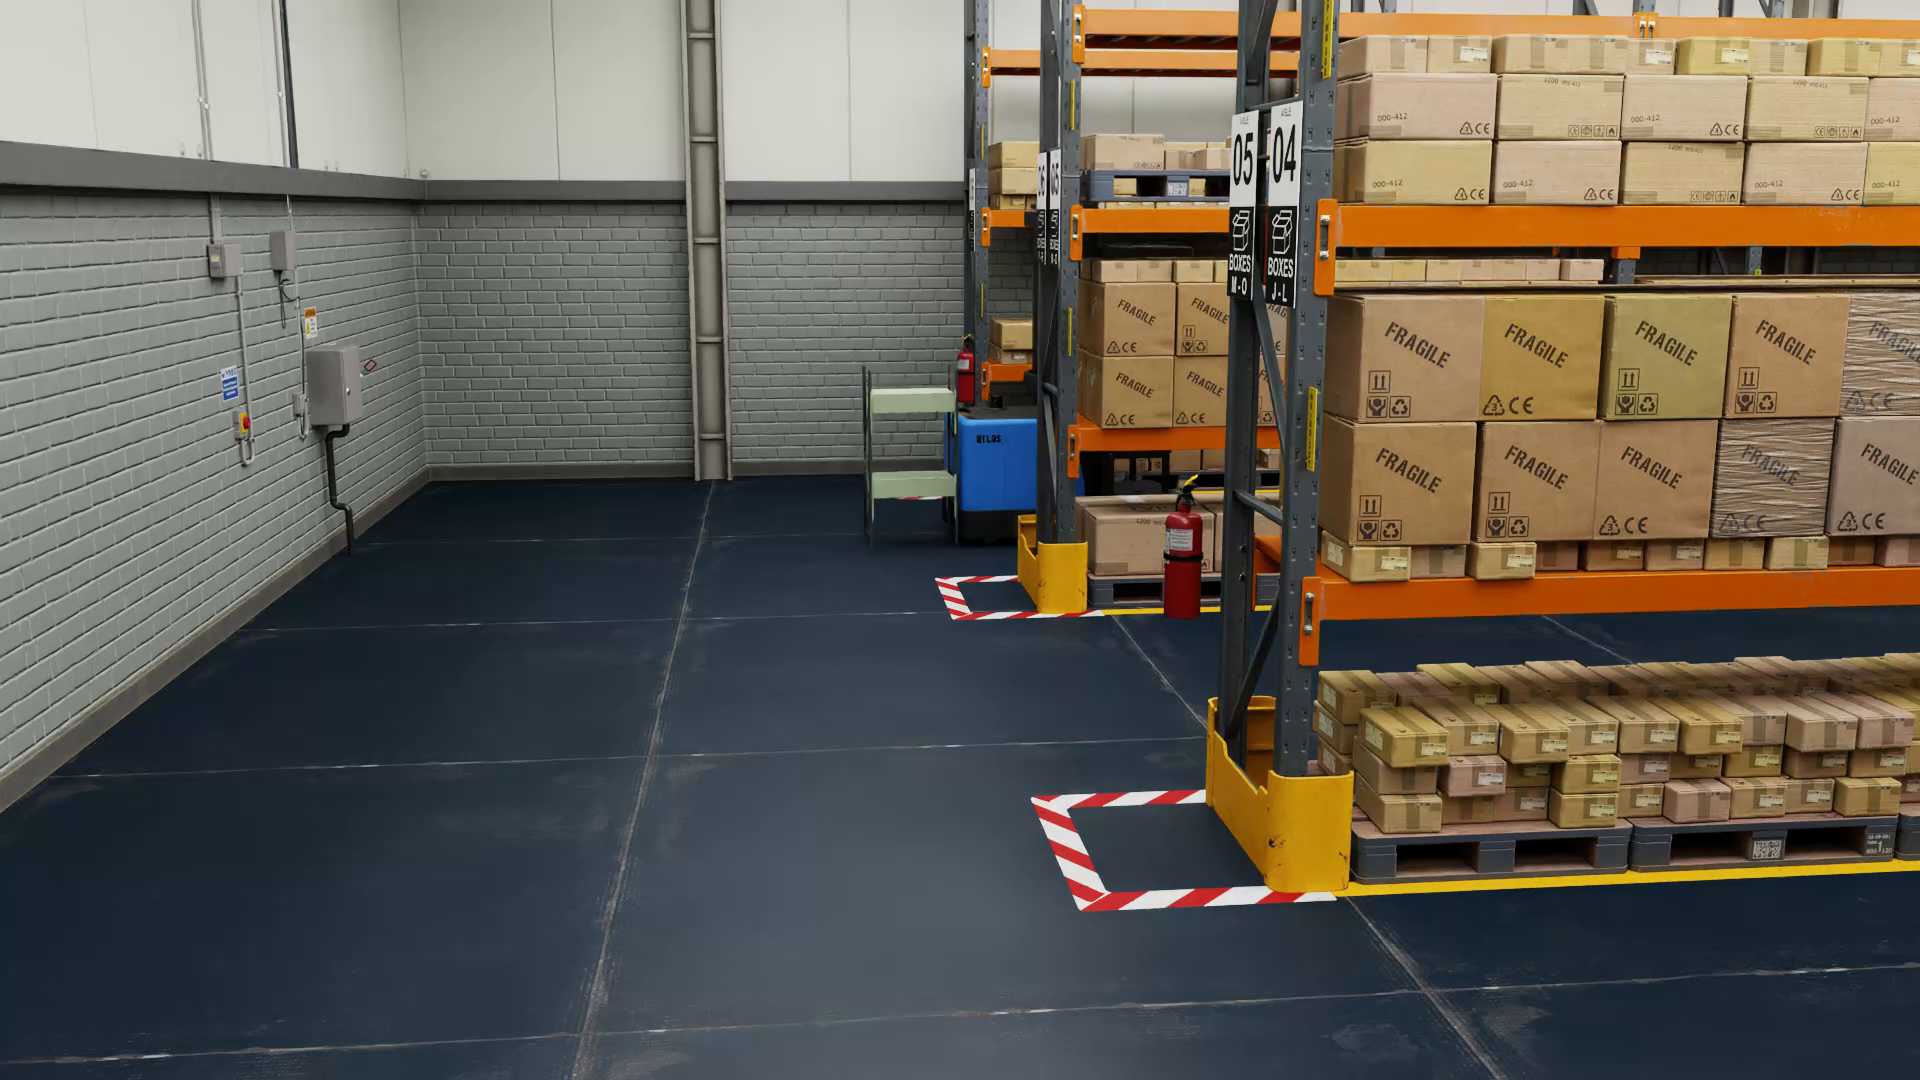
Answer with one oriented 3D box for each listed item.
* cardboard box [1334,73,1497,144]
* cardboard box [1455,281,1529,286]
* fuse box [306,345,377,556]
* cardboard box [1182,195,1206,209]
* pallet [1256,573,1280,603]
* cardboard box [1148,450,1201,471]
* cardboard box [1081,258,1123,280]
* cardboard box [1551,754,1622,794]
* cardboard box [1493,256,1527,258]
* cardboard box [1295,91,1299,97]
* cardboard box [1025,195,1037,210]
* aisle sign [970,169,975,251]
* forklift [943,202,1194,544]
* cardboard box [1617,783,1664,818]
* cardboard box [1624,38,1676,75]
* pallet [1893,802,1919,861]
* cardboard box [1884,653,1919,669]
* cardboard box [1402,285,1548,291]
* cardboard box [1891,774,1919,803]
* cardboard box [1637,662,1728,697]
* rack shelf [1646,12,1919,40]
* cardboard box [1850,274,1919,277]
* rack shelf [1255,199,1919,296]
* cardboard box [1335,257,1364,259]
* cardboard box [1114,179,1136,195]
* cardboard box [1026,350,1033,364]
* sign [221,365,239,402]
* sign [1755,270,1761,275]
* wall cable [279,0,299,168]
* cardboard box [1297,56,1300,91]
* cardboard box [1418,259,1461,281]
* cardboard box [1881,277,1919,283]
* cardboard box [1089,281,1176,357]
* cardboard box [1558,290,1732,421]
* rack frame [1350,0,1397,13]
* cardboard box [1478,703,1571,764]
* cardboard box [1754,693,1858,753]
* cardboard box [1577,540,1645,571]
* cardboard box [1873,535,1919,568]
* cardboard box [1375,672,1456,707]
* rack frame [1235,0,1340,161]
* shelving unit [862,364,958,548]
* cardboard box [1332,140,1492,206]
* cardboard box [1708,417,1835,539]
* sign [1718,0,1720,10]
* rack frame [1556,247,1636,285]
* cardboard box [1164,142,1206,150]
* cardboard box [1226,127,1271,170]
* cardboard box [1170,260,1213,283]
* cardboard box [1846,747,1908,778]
[{"bbox_3d":[1.804,-1.720,6.659,0.500,0.250,0.500,-1,11,-5],"label":"cardboard box"},{"bbox_3d":[3.727,-1.616,11.959,0.500,0.500,0.500,-1,11,-7],"label":"cardboard box"},{"bbox_3d":[-4.990,-0.716,13.575,0.414,1.711,0.539,-1,11,-6],"label":"fuse box"},{"bbox_3d":[2.279,-3.346,16.488,0.250,0.149,0.380,-1,11,-5],"label":"cardboard box"},{"bbox_3d":[2.691,0.247,12.562,1.213,0.211,1.003,-1,11,-6],"label":"pallet"},{"bbox_3d":[2.164,-0.993,17.032,0.500,0.500,0.500,-1,11,-5],"label":"cardboard box"},{"bbox_3d":[1.030,-1.968,12.071,0.250,0.149,0.380,-1,11,-5],"label":"cardboard box"},{"bbox_3d":[2.657,0.966,7.207,0.250,0.149,0.380,-1,11,-4],"label":"cardboard box"},{"bbox_3d":[4.076,-2.040,12.438,0.250,0.149,0.380,-1,11,-5],"label":"cardboard box"},{"bbox_3d":[1.760,-1.819,7.162,0.500,0.250,0.500,-2,11,-8],"label":"cardboard box"},{"bbox_3d":[0.755,-3.337,16.443,0.250,0.149,0.380,-1,11,-5],"label":"cardboard box"},{"bbox_3d":[0.119,-3.234,16.303,0.004,0.787,0.394,-1,11,-6],"label":"aisle sign"},{"bbox_3d":[1.412,-1.524,14.522,3.031,2.935,1.130,-2,11,-10],"label":"forklift"},{"bbox_3d":[2.892,1.091,7.347,0.250,0.149,0.380,-1,11,-6],"label":"cardboard box"},{"bbox_3d":[2.696,-1.944,6.761,0.250,0.149,0.380,-1,11,-4],"label":"cardboard box"},{"bbox_3d":[4.643,1.188,7.775,1.213,0.211,1.003,-1,11,-6],"label":"pallet"},{"bbox_3d":[4.661,0.662,7.983,0.250,0.149,0.380,-1,11,-3],"label":"cardboard box"},{"bbox_3d":[2.262,-0.871,7.398,0.500,0.500,0.500,-2,11,-8],"label":"cardboard box"},{"bbox_3d":[4.155,1.055,7.526,0.250,0.149,0.380,-1,11,-7],"label":"cardboard box"},{"bbox_3d":[3.385,0.695,7.814,0.250,0.149,0.380,-1,11,-6],"label":"cardboard box"},{"bbox_3d":[6.660,-3.584,12.171,4.000,0.370,1.077,-1,11,-6],"label":"rack shelf"},{"bbox_3d":[7.123,-1.787,12.832,0.500,0.500,0.500,-1,11,-4],"label":"cardboard box"},{"bbox_3d":[3.318,-1.278,7.180,4.000,0.370,1.077,-1,11,-6],"label":"rack shelf"},{"bbox_3d":[2.813,-2.021,12.338,0.250,0.149,0.380,-1,11,-6],"label":"cardboard box"},{"bbox_3d":[1.639,-3.540,16.441,0.500,0.250,0.500,-2,11,-8],"label":"cardboard box"},{"bbox_3d":[0.759,-1.861,16.711,0.250,0.149,0.380,-1,11,-5],"label":"cardboard box"},{"bbox_3d":[-4.964,-1.065,11.306,0.001,0.218,0.327,-1,11,-6],"label":"sign"},{"bbox_3d":[8.176,-2.608,17.063,0.005,0.325,0.100,-1,11,-6],"label":"sign"},{"bbox_3d":[-5.272,-4.533,14.002,0.133,3.039,2.988,-1,11,-6],"label":"wall cable"},{"bbox_3d":[1.629,-2.020,7.149,0.250,0.149,0.380,-1,11,-7],"label":"cardboard box"},{"bbox_3d":[3.382,-1.929,11.873,0.250,0.149,0.380,-1,11,-7],"label":"cardboard box"},{"bbox_3d":[7.159,-1.688,12.329,0.500,0.500,0.500,-1,11,-6],"label":"cardboard box"},{"bbox_3d":[1.203,-1.559,11.673,0.500,0.500,0.500,-1,11,-7],"label":"cardboard box"},{"bbox_3d":[2.825,-0.780,6.935,0.500,0.500,0.500,-1,11,-7],"label":"cardboard box"},{"bbox_3d":[4.132,-5.043,16.693,0.127,3.000,1.000,-1,11,-6],"label":"rack frame"},{"bbox_3d":[2.413,0.828,7.138,0.250,0.149,0.380,-1,11,-6],"label":"cardboard box"},{"bbox_3d":[3.692,0.799,7.288,0.250,0.149,0.380,-2,11,-8],"label":"cardboard box"},{"bbox_3d":[2.724,0.021,7.137,0.250,0.149,0.380,-1,11,-7],"label":"cardboard box"},{"bbox_3d":[4.005,0.006,7.213,0.250,0.149,0.380,-2,11,-9],"label":"cardboard box"},{"bbox_3d":[2.085,0.730,7.639,0.250,0.149,0.380,-1,11,-5],"label":"cardboard box"},{"bbox_3d":[1.330,-3.061,6.610,0.127,3.000,1.000,-1,11,-6],"label":"rack frame"},{"bbox_3d":[-0.421,-0.716,14.122,0.755,1.500,0.431,-2,11,-10],"label":"shelving unit"},{"bbox_3d":[1.804,-1.476,6.712,0.500,0.250,0.500,-1,11,-4],"label":"cardboard box"},{"bbox_3d":[3.330,-0.304,7.109,0.500,0.500,0.500,-1,11,-8],"label":"cardboard box"},{"bbox_3d":[8.045,-5.769,17.552,0.005,0.325,0.100,-1,11,-6],"label":"sign"},{"bbox_3d":[4.671,-1.148,12.430,0.127,3.000,1.000,-1,11,-6],"label":"rack frame"},{"bbox_3d":[2.135,-3.799,16.464,0.500,0.250,0.500,-1,11,-5],"label":"cardboard box"},{"bbox_3d":[2.188,-2.769,11.785,0.500,0.311,0.500,-1,11,-5],"label":"cardboard box"},{"bbox_3d":[1.601,-1.879,11.618,0.250,0.149,0.380,-1,11,-4],"label":"cardboard box"},{"bbox_3d":[3.984,0.926,7.411,0.250,0.149,0.380,-1,11,-5],"label":"cardboard box"}]
